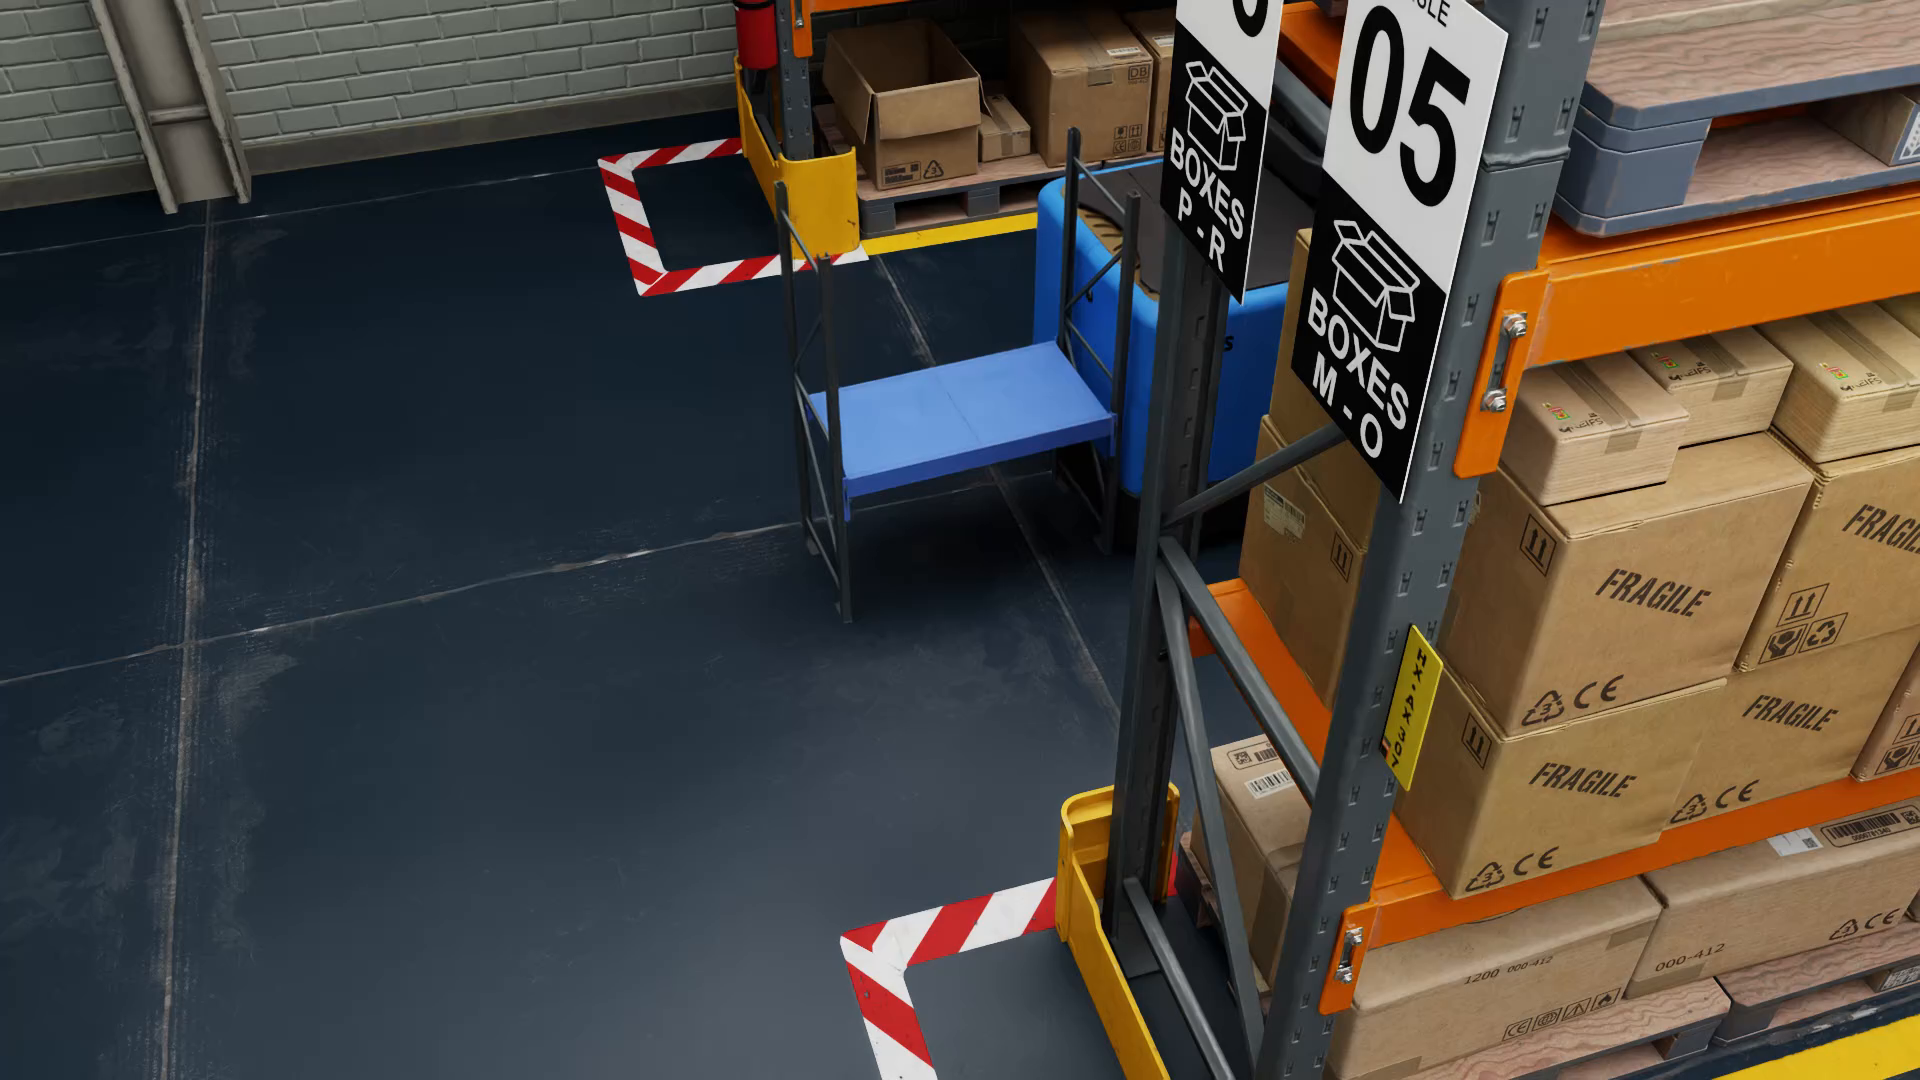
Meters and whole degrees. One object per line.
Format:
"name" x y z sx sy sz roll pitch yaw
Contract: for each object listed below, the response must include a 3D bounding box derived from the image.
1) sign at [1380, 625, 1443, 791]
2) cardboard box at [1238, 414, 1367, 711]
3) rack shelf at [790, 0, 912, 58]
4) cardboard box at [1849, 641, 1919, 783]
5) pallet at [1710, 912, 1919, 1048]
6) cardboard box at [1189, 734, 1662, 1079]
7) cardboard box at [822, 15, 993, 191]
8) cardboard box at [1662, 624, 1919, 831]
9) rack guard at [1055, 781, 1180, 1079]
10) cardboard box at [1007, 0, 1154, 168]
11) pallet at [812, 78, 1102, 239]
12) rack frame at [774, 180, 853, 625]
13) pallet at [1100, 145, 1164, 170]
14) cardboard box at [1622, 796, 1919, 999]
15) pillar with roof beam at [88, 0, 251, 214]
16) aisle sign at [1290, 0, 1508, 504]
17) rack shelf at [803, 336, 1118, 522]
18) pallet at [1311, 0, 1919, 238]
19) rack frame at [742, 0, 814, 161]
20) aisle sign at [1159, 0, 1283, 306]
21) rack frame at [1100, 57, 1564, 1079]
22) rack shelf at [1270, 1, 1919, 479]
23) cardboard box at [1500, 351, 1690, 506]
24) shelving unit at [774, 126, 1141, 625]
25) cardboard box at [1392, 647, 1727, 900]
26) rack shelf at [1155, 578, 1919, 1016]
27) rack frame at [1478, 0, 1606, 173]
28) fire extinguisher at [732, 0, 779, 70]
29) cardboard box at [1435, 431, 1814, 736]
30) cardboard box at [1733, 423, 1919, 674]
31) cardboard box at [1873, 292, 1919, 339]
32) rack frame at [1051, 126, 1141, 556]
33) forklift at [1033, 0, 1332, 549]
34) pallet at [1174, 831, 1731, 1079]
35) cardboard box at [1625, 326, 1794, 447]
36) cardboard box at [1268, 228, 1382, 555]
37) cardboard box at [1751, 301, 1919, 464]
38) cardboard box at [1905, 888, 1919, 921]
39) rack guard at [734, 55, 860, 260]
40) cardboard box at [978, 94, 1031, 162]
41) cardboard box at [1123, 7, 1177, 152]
"sign" 0.788 0.298 2.911 0.005 0.325 0.100 -12 42 -13
"cardboard box" 1.008 0.005 3.888 0.500 0.500 0.500 -11 42 -13
"rack shelf" 1.040 -2.934 7.876 4.000 0.370 1.077 -12 42 -13
"cardboard box" 2.136 0.145 3.728 0.500 0.500 0.500 -12 43 -13
"pallet" 2.528 0.909 5.050 1.213 0.211 1.003 -12 42 -13
"cardboard box" 1.226 0.918 4.548 0.875 0.438 0.875 -13 43 -15
"cardboard box" -0.256 -2.089 7.940 0.637 0.503 0.797 -13 43 -15
"cardboard box" 1.645 0.234 3.626 0.500 0.500 0.500 -12 43 -14
"rack guard" 0.604 1.250 4.439 0.348 0.500 1.175 -12 42 -13
"cardboard box" 0.571 -2.233 8.106 0.500 0.500 0.700 -10 42 -11
"pallet" -0.035 -1.933 8.302 1.213 0.211 1.003 -12 42 -13
"rack frame" -0.487 -0.421 5.592 0.032 1.500 0.500 -14 43 -16
"pallet" 1.127 -2.172 8.575 1.213 0.211 1.003 -12 42 -13
"cardboard box" 2.097 0.732 4.761 0.875 0.438 0.875 -11 42 -12
"pillar with roof beam" -2.417 -2.400 2.158 0.400 9.000 9.100 -12 42 -13
"aisle sign" 0.645 -0.479 2.542 0.004 0.787 0.394 -12 42 -13
"rack shelf" -0.012 -0.405 5.848 1.000 0.185 0.538 -14 43 -16
"pallet" 1.331 -0.945 2.839 1.213 0.211 1.003 -12 42 -13
"rack frame" -0.868 -2.810 7.186 0.127 3.000 1.000 -12 42 -13
"aisle sign" 0.465 -0.855 2.973 0.004 0.787 0.394 -12 42 -13
"rack frame" 0.627 0.304 3.622 0.127 3.000 1.000 -12 42 -13
"rack shelf" 2.535 -0.950 3.324 4.000 0.370 1.077 -12 42 -13
"cardboard box" 1.049 -0.251 2.928 0.250 0.149 0.380 -11 42 -12
"shelving unit" -0.012 -0.541 5.729 1.048 1.500 0.538 -14 43 -16
"cardboard box" 1.171 0.352 3.491 0.500 0.500 0.500 -12 43 -13
"rack shelf" 2.535 0.180 4.311 4.000 0.370 1.077 -12 42 -13
"rack frame" 0.627 -1.955 1.648 0.127 3.000 1.000 -12 42 -13
"fire extinguisher" -0.869 -2.321 6.969 0.183 0.674 0.296 -12 42 -13
"cardboard box" 1.170 -0.026 3.164 0.500 0.500 0.500 -13 43 -14
"cardboard box" 1.661 -0.133 3.286 0.500 0.500 0.500 -13 43 -14
"cardboard box" 1.805 -0.390 3.087 0.250 0.149 0.380 -13 43 -14
"rack frame" 0.463 -0.661 5.866 0.032 1.500 0.500 -14 43 -16
"forklift" 1.845 -1.670 5.934 3.031 2.935 1.130 -14 43 -16
"pallet" 1.366 1.147 4.776 1.213 0.211 1.003 -12 42 -13
"cardboard box" 1.277 -0.347 3.038 0.250 0.149 0.380 -11 42 -12
"cardboard box" 1.015 -0.355 3.540 0.500 0.500 0.500 -10 42 -12
"cardboard box" 1.560 -0.327 3.015 0.250 0.149 0.380 -10 42 -12
"cardboard box" 2.957 0.554 4.964 0.875 0.438 0.875 -13 43 -14
"rack guard" -0.795 -1.884 8.026 0.348 0.500 1.175 -12 42 -13
"cardboard box" 0.161 -2.015 8.125 0.250 0.149 0.380 -13 43 -15
"cardboard box" 1.106 -2.274 8.154 0.500 0.500 0.500 -11 42 -12
